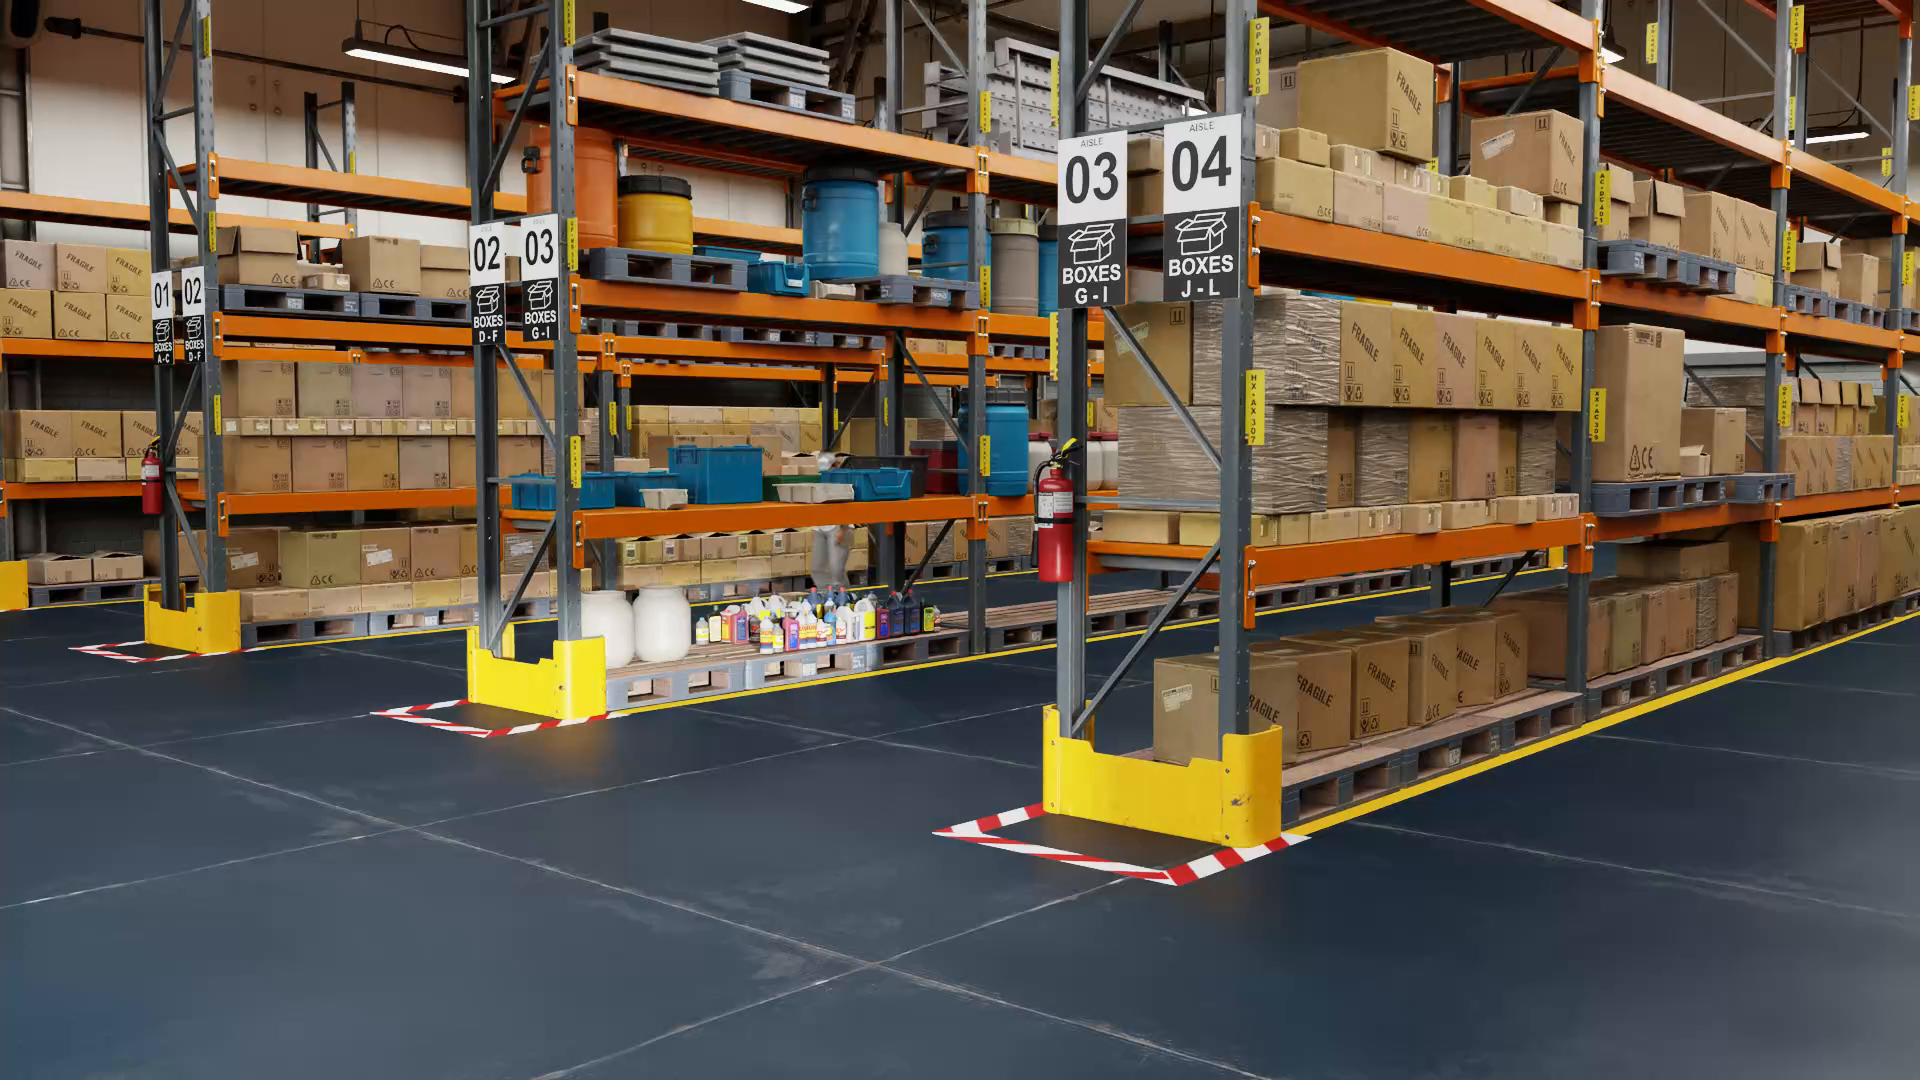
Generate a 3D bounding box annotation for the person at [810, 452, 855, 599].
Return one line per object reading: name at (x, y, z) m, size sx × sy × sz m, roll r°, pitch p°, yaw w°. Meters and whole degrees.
person at (-1.278, -0.059, 16.654) m, size 0.483 × 1.643 × 0.429 m, roll 3°, pitch 5°, yaw 42°
